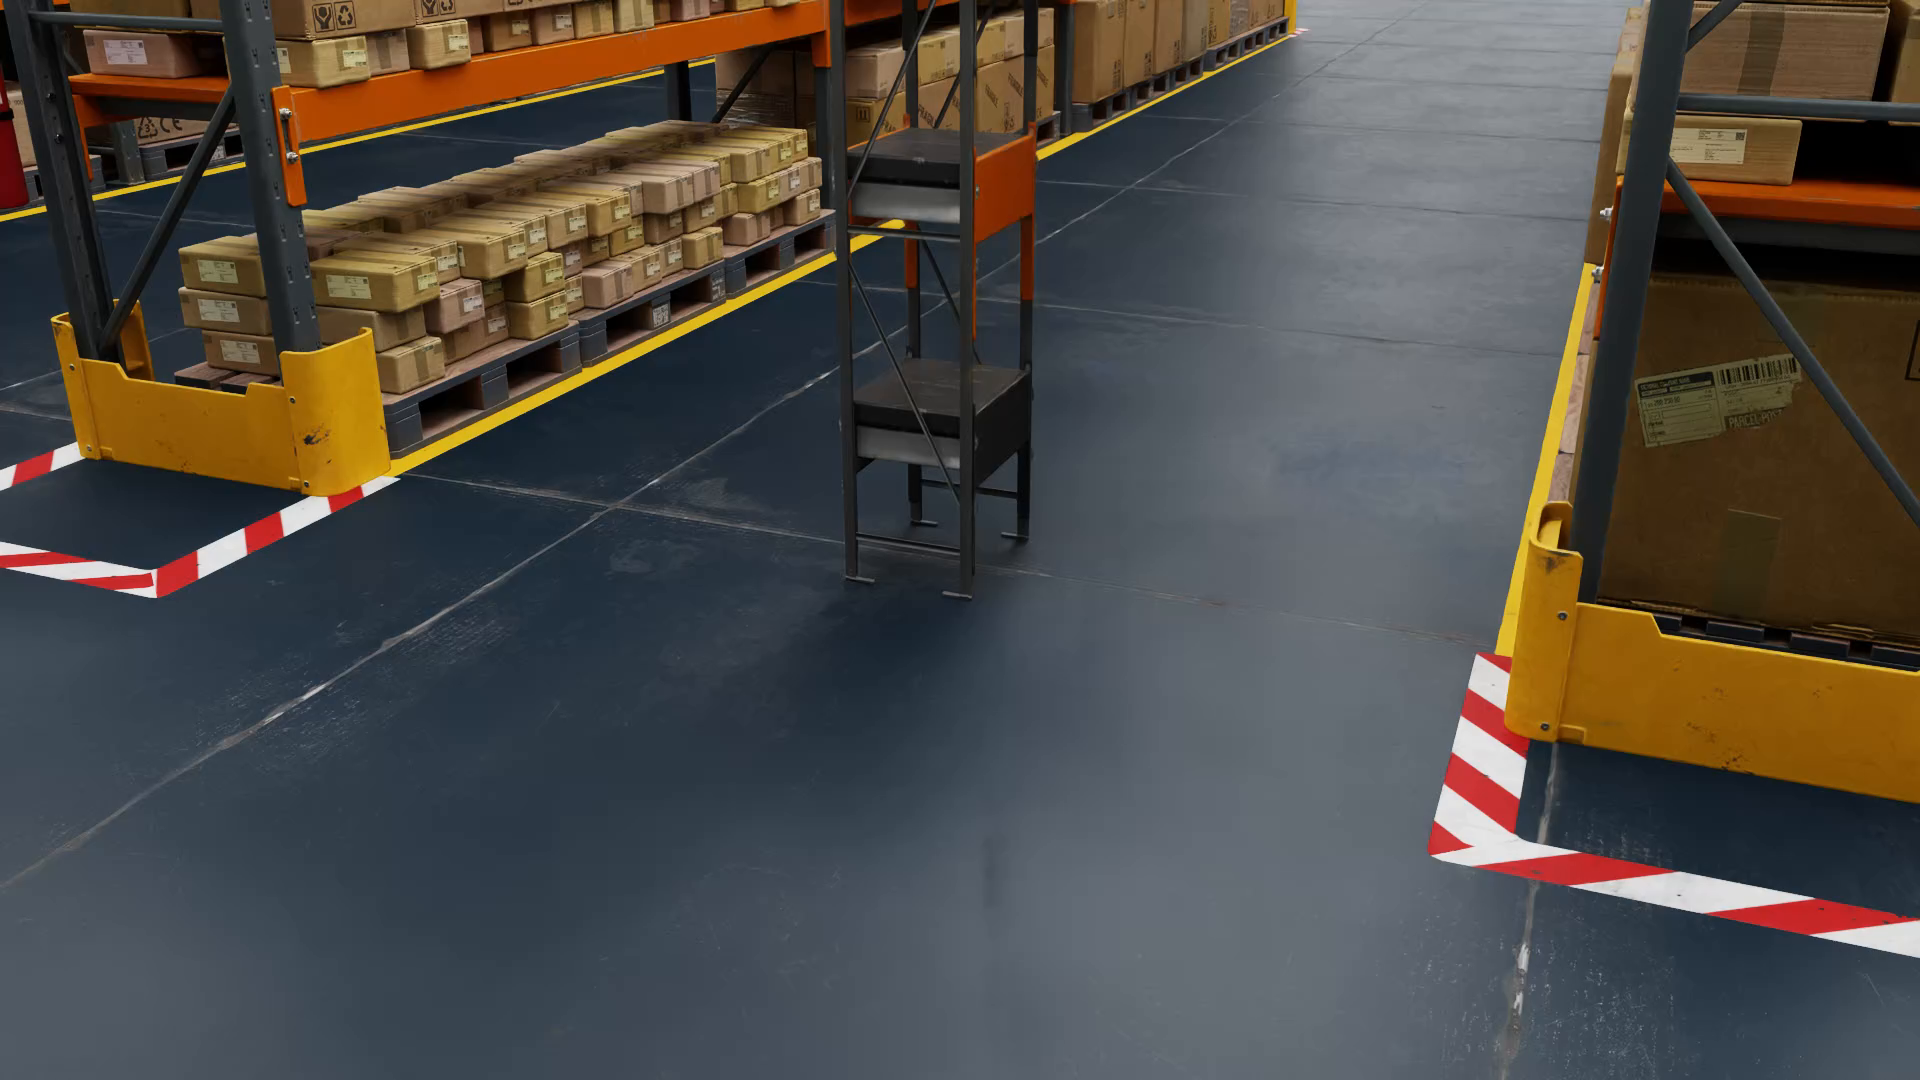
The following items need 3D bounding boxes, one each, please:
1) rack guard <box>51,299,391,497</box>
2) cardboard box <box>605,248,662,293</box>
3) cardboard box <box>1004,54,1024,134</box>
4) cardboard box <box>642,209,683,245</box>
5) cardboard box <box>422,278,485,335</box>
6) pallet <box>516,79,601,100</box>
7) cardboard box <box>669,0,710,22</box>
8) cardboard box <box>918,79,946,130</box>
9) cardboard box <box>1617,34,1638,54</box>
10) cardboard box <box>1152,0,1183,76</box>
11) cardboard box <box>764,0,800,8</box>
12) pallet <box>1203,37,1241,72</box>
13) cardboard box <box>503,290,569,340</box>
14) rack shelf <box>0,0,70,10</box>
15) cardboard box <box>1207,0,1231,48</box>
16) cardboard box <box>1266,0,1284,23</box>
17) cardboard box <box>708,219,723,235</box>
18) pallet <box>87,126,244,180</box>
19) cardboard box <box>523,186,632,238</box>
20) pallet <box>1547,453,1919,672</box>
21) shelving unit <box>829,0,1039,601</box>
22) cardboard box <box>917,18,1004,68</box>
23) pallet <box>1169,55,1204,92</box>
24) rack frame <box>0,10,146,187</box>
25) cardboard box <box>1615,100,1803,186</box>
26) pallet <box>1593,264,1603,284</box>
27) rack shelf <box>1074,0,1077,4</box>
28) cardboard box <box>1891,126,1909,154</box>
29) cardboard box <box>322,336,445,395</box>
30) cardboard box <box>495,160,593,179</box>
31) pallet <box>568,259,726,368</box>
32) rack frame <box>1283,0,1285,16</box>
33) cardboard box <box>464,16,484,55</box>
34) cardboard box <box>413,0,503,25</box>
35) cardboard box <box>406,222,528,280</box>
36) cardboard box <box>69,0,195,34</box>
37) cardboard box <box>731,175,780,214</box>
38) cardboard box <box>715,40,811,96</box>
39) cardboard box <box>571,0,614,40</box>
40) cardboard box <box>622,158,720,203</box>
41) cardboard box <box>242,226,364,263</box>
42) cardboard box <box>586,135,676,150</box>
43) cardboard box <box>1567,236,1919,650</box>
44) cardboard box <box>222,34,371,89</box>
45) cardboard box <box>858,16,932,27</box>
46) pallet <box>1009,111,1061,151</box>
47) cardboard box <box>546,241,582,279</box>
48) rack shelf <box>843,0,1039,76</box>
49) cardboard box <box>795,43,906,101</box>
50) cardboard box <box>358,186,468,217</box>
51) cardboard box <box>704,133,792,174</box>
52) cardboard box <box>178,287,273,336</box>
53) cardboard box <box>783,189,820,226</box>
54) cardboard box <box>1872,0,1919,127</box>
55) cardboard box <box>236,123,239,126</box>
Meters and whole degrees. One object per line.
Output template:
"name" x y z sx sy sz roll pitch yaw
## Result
"rack guard" -2.586 -0.512 5.828 1.175 0.500 0.348 9 24 20
"cardboard box" -1.561 -1.214 7.418 0.380 0.149 0.250 9 24 20
"cardboard box" 0.159 -3.083 11.439 0.500 0.500 0.500 10 25 22
"cardboard box" -1.502 -1.468 7.640 0.380 0.149 0.250 8 24 18
"cardboard box" -2.027 -0.895 6.268 0.380 0.149 0.250 9 24 20
"pallet" -3.985 -4.167 14.951 1.003 0.211 1.213 9 24 20
"cardboard box" -1.359 -2.433 7.509 0.380 0.149 0.250 8 24 18
"cardboard box" -0.413 -2.526 10.105 0.500 0.500 0.500 10 25 22
"cardboard box" 3.989 -2.089 8.571 1.225 0.875 0.875 8 24 18
"cardboard box" 1.334 -4.509 14.526 1.050 0.750 0.750 9 24 20
"cardboard box" -1.012 -2.710 8.173 0.380 0.149 0.250 8 24 19
"pallet" 2.198 -4.907 16.724 1.003 0.211 1.213 9 24 20
"cardboard box" -1.819 -0.929 6.737 0.380 0.149 0.250 9 24 21
"rack shelf" -6.505 -2.695 8.743 1.077 0.370 4.000 9 24 20
"cardboard box" 2.141 -5.361 16.405 0.875 0.875 0.875 9 24 21
"cardboard box" 3.138 -6.325 18.713 0.875 0.875 0.875 9 24 20
"cardboard box" -1.381 -1.497 8.097 0.380 0.149 0.250 8 24 19
"pallet" -5.546 -2.743 11.542 1.003 0.211 1.213 9 24 20
"cardboard box" -1.634 -1.404 7.101 0.380 0.149 0.250 9 24 21
"pallet" 2.177 0.097 4.744 1.003 0.211 1.213 9 24 20
"shelving unit" -0.062 -0.910 4.703 0.431 2.100 0.503 9 24 20
"cardboard box" -0.034 -3.244 10.849 0.500 0.250 0.500 9 24 21
"pallet" 1.626 -4.359 15.412 1.003 0.211 1.213 9 24 20
"rack frame" -5.762 -3.742 10.318 1.000 3.000 0.127 9 24 20
"cardboard box" 1.780 -0.951 3.961 0.380 0.149 0.250 9 24 21
"pallet" 3.655 -1.324 8.145 1.003 0.211 1.213 9 24 20
"rack shelf" 1.100 -4.885 13.987 1.077 0.370 4.000 9 24 20
"cardboard box" 2.580 -1.040 4.173 0.380 0.149 0.250 8 24 19
"cardboard box" -2.123 -0.658 6.089 0.380 0.149 0.250 9 24 21
"cardboard box" -1.925 -1.656 7.705 0.380 0.149 0.250 8 24 18
"pallet" -1.797 -1.100 7.609 1.003 0.211 1.213 9 24 20
"rack frame" 3.329 -7.364 18.988 1.000 3.000 0.127 9 24 20
"cardboard box" -2.015 -1.890 6.208 0.380 0.149 0.250 10 25 23
"cardboard box" -2.016 -2.138 5.961 0.500 0.500 0.500 9 24 20
"cardboard box" -1.901 -1.118 6.416 0.380 0.149 0.250 9 24 20
"cardboard box" -2.687 -2.020 5.677 0.500 0.500 0.500 9 24 21
"cardboard box" -1.123 -1.730 8.268 0.380 0.149 0.250 8 24 18
"cardboard box" -1.087 -2.759 9.689 0.500 0.250 0.500 8 24 19
"cardboard box" -1.658 -2.157 6.848 0.380 0.149 0.250 10 25 22
"cardboard box" -1.347 -1.679 7.760 0.380 0.149 0.250 8 24 17
"cardboard box" -2.507 -1.099 6.371 0.380 0.149 0.250 9 24 21
"cardboard box" -1.655 -1.941 8.388 0.380 0.149 0.250 8 24 19
"cardboard box" 2.116 -0.346 4.399 0.875 0.875 0.875 9 24 20
"cardboard box" -2.190 -1.592 5.494 0.380 0.149 0.250 9 24 20
"cardboard box" -0.508 -3.319 11.029 0.500 0.250 0.500 9 24 20
"pallet" 0.065 -2.935 12.003 1.003 0.211 1.213 9 24 20
"cardboard box" -1.812 -1.180 6.951 0.380 0.149 0.250 8 24 18
"rack shelf" -0.062 -1.543 4.439 0.431 0.518 0.480 9 24 20
"cardboard box" -0.609 -2.683 9.507 0.500 0.250 0.500 8 24 18
"cardboard box" -2.325 -1.397 7.085 0.380 0.149 0.250 10 25 22
"cardboard box" -1.077 -1.961 8.435 0.380 0.149 0.250 9 24 21
"cardboard box" -2.683 -0.884 6.242 0.380 0.149 0.250 8 24 19
"cardboard box" -0.958 -1.759 8.724 0.380 0.149 0.250 9 24 21
"cardboard box" 2.382 -1.093 3.784 0.500 0.250 0.500 8 24 19
"cardboard box" -5.278 -3.513 11.981 0.875 0.875 0.875 10 24 22
